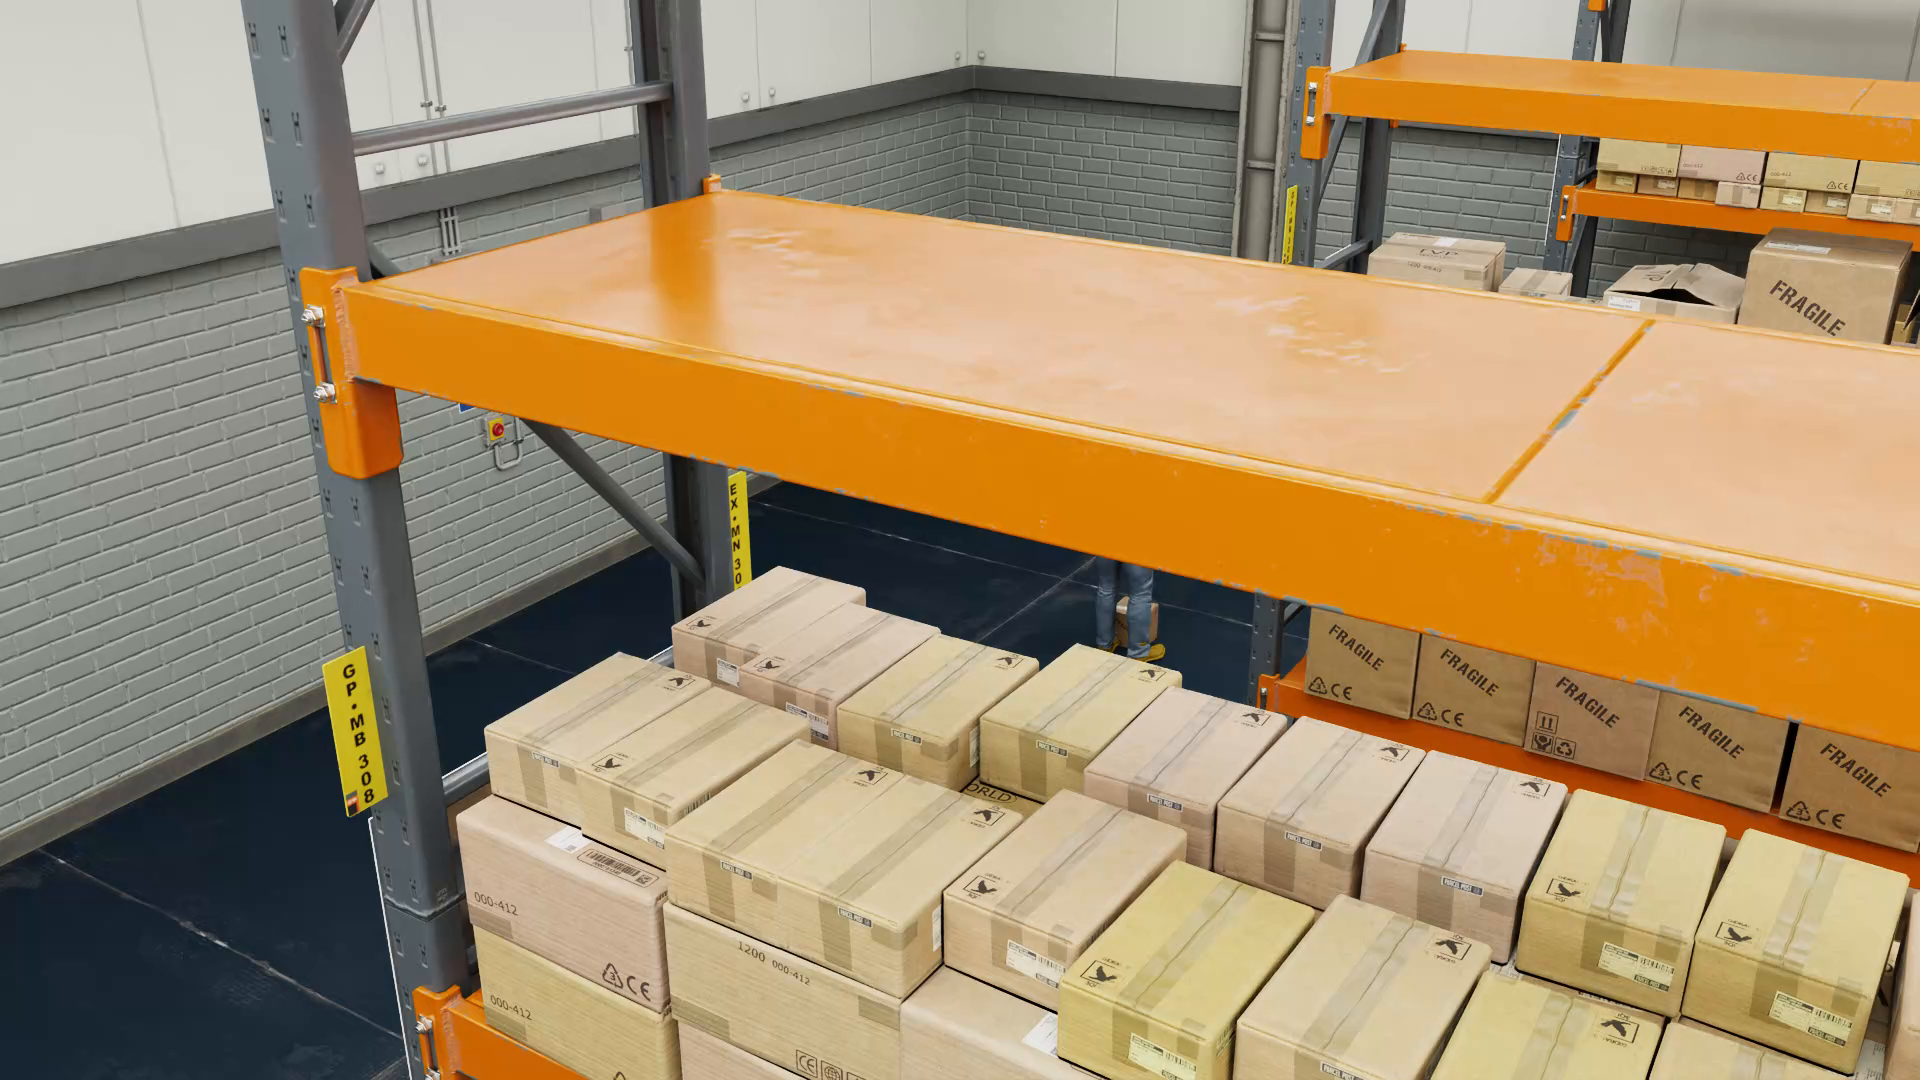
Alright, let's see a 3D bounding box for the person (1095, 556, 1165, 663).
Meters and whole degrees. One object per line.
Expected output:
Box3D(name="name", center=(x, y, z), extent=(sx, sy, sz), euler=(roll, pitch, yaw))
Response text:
Box3D(name="person", center=(1.058, -0.052, 10.675), extent=(0.622, 1.761, 0.458), euler=(14, 27, 29))
